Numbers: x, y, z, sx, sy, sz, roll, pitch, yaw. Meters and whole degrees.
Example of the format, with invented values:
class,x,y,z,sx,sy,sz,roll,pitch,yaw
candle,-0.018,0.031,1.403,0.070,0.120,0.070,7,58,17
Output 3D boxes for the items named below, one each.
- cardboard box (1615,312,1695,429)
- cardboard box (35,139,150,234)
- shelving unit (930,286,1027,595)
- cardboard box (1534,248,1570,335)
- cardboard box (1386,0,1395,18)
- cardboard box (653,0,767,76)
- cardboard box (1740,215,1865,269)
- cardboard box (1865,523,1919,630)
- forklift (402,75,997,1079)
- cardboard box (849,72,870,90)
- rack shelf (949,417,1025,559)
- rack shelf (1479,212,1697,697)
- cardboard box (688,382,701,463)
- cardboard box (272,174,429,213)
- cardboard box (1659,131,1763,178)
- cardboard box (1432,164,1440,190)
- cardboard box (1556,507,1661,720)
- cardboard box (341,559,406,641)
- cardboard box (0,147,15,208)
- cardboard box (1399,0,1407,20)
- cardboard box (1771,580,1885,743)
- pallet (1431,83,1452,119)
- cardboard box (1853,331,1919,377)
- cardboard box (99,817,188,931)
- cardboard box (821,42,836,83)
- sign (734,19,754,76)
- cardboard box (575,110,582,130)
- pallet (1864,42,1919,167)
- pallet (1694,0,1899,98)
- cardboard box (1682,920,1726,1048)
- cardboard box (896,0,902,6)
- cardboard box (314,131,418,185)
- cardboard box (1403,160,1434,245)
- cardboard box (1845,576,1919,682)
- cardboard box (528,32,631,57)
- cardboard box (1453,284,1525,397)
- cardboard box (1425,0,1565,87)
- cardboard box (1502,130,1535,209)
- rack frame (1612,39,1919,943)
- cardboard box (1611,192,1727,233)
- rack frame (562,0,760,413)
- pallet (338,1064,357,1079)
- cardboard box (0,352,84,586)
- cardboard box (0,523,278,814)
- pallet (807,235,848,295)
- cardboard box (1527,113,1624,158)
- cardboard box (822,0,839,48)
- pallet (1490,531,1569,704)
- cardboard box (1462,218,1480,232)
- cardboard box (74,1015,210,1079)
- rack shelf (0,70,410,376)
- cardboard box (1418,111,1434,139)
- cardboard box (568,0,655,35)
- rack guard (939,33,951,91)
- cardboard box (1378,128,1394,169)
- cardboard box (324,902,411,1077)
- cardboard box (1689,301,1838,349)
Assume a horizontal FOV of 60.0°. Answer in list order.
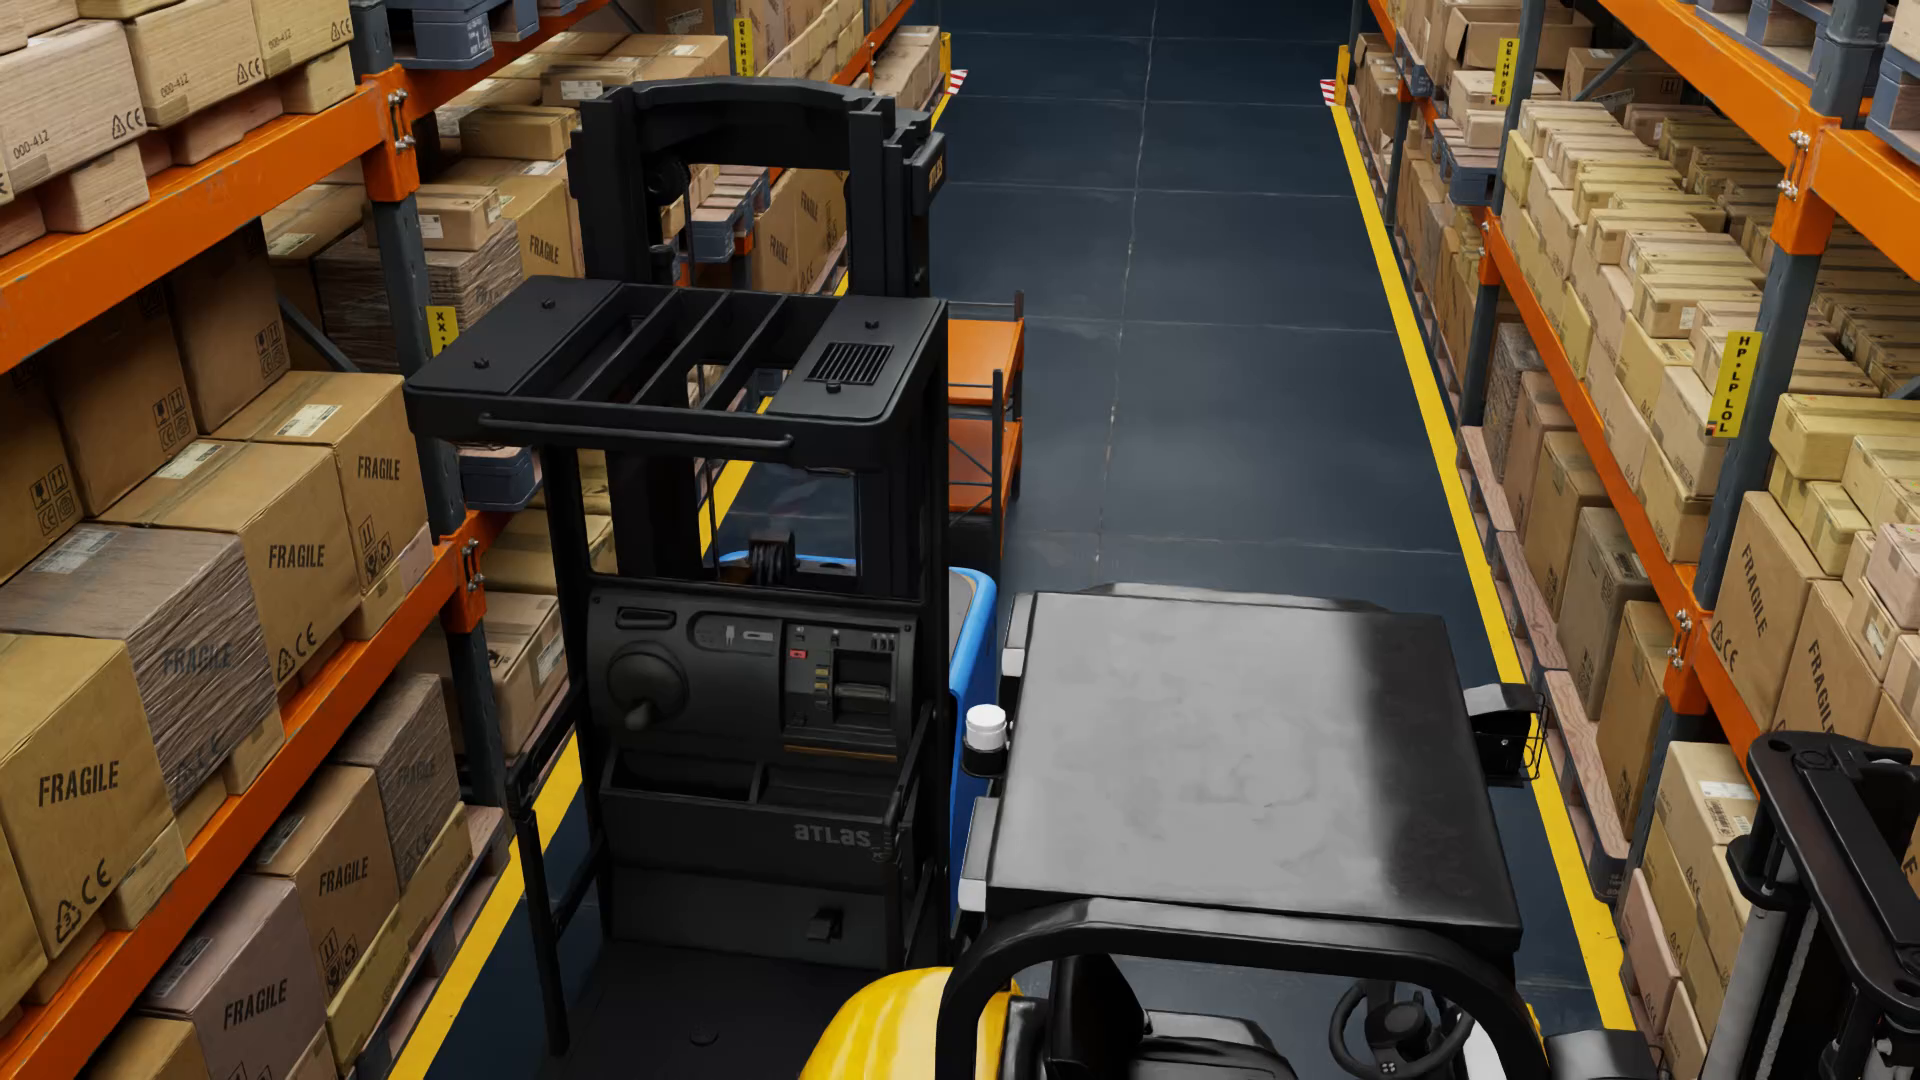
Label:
class,x,y,z,sx,sy,sz,roll,pitch,yaw
cardboard box,2.626,-0.586,5.806,0.500,0.250,0.500,3,28,5
cardboard box,-2.039,-0.790,3.656,0.380,0.149,0.250,4,29,8
shelving unit,0.001,-0.498,7.989,0.538,1.125,1.048,3,28,6
cardboard box,2.835,-1.086,7.262,0.500,0.250,0.500,2,28,5
cardboard box,3.613,-4.255,13.250,0.380,0.149,0.250,3,28,5
cardboard box,-1.369,-2.815,9.153,0.500,0.500,0.500,2,28,5
cardboard box,3.253,-1.141,6.416,0.380,0.149,0.250,4,29,7
cardboard box,2.332,0.093,3.812,0.380,0.149,0.250,4,29,7
forklift,-0.614,0.407,4.405,1.130,2.935,3.031,5,29,9
cardboard box,-1.179,-2.949,12.358,0.875,0.875,0.875,4,29,8
rack shelf,0.001,-0.283,8.105,0.538,0.278,1.000,3,28,6
rack shelf,3.009,-0.568,6.900,1.077,0.370,4.000,3,28,6
cardboard box,-1.834,-0.528,8.395,0.950,0.372,0.625,3,28,5
cardboard box,-2.274,-1.054,6.182,0.500,0.500,0.500,4,29,6
cardboard box,3.402,-1.743,7.533,0.380,0.149,0.250,3,28,6
cardboard box,3.371,-2.424,11.096,0.380,0.149,0.250,3,28,6
cardboard box,2.920,0.306,6.580,0.875,0.625,0.625,3,28,6
cardboard box,-1.923,0.167,5.042,0.380,0.149,0.250,4,29,7
cardboard box,-2.134,-0.675,3.022,0.500,0.250,0.500,4,29,7
cardboard box,3.565,-4.028,12.408,0.500,0.250,0.500,4,29,7
cardboard box,2.403,0.452,4.142,0.500,0.500,0.500,4,29,7
pallet,3.488,-2.657,10.222,1.003,0.211,1.213,3,28,6
cardboard box,3.105,-0.549,5.317,0.380,0.149,0.250,2,28,5
cardboard box,-2.077,0.770,3.923,0.380,0.149,0.250,4,29,7
cardboard box,-1.131,-3.228,11.237,0.500,0.250,0.500,3,28,5
sign,-1.133,-2.561,8.703,0.100,0.325,0.005,3,28,6
cardboard box,-1.633,-1.504,7.017,0.500,0.500,0.500,2,28,4
pallet,2.685,-0.822,3.544,1.003,0.211,1.213,3,28,6
pallet,2.859,-1.596,5.088,0.805,0.209,1.217,2,28,4
cardboard box,2.339,1.309,4.587,0.500,0.250,0.500,3,28,6
cardboard box,-0.732,-4.716,13.735,0.500,0.500,0.500,4,29,7
cardboard box,-2.259,-1.431,6.198,0.380,0.149,0.250,3,28,5
cardboard box,3.406,-2.328,11.601,0.500,0.500,0.500,3,28,6
cardboard box,2.326,0.220,3.890,0.380,0.149,0.250,4,29,7
cardboard box,-1.957,-2.274,8.447,0.500,0.500,0.500,3,28,5
cardboard box,3.093,-1.122,9.363,0.500,0.500,0.500,4,29,8
cardboard box,3.303,-3.110,10.312,0.700,0.500,0.500,3,28,6
cardboard box,2.933,-1.787,8.036,0.500,0.250,0.500,3,28,6
rack frame,2.764,0.057,4.982,1.000,3.000,0.127,3,28,6
cardboard box,2.839,-1.287,6.686,0.380,0.149,0.250,3,28,6
rack frame,-1.672,-2.113,9.009,1.000,3.000,0.127,3,28,6
pallet,-2.357,1.892,4.516,1.003,0.211,1.213,3,28,6
cardboard box,-2.604,-0.177,3.942,0.700,0.500,0.500,3,28,5
cardboard box,-2.086,0.306,4.101,0.500,0.500,0.500,4,29,8
pallet,-1.349,-1.825,11.414,1.003,0.211,1.213,3,28,6
cardboard box,2.891,-1.897,7.820,0.380,0.149,0.250,4,29,7
cardboard box,-1.106,-3.448,11.119,0.500,0.250,0.500,4,29,7
pallet,2.963,0.359,7.361,1.003,0.211,1.213,3,28,6
cardboard box,3.220,-1.817,9.968,0.380,0.149,0.250,4,29,8
cardboard box,-2.148,1.491,3.985,0.500,0.500,0.500,4,29,7
rack shelf,-2.408,-0.292,3.226,1.077,0.370,4.000,3,28,6
cardboard box,3.452,-2.932,11.724,0.380,0.149,0.250,2,28,4
cardboard box,-1.869,-2.856,9.228,0.500,0.500,0.500,3,28,5
rack guard,-0.689,-4.789,16.613,1.175,0.500,0.348,3,28,6
cardboard box,3.565,-3.138,13.351,0.396,0.266,0.258,4,29,8
cardboard box,-2.024,1.341,5.055,0.500,0.250,0.500,3,28,5
cardboard box,2.681,-0.681,5.563,0.380,0.149,0.250,3,28,6
